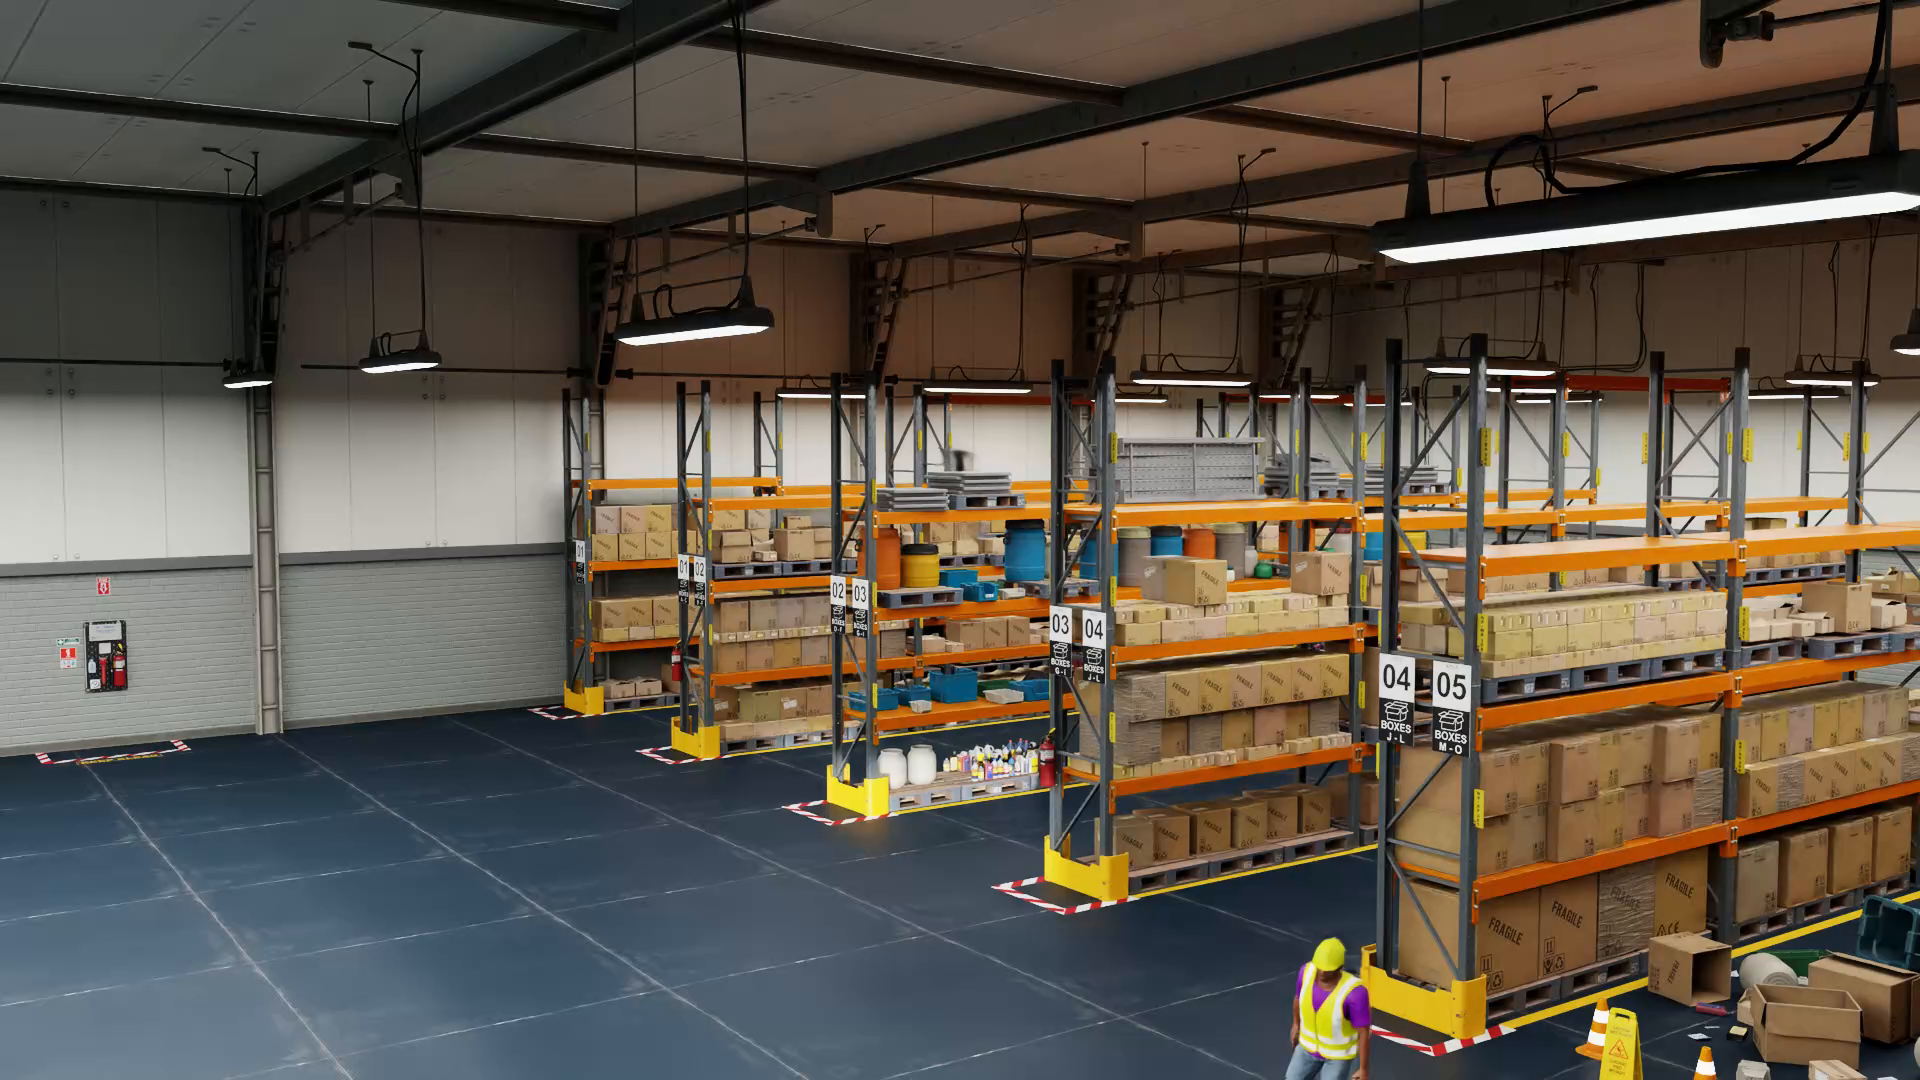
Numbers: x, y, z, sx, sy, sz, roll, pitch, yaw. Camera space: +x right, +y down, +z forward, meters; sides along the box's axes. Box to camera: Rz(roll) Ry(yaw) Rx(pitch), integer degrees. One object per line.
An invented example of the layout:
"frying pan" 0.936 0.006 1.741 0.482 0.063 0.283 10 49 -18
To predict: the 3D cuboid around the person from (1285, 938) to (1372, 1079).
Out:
"person" 2.580 3.559 11.676 0.825 1.683 0.695 3 5 42
